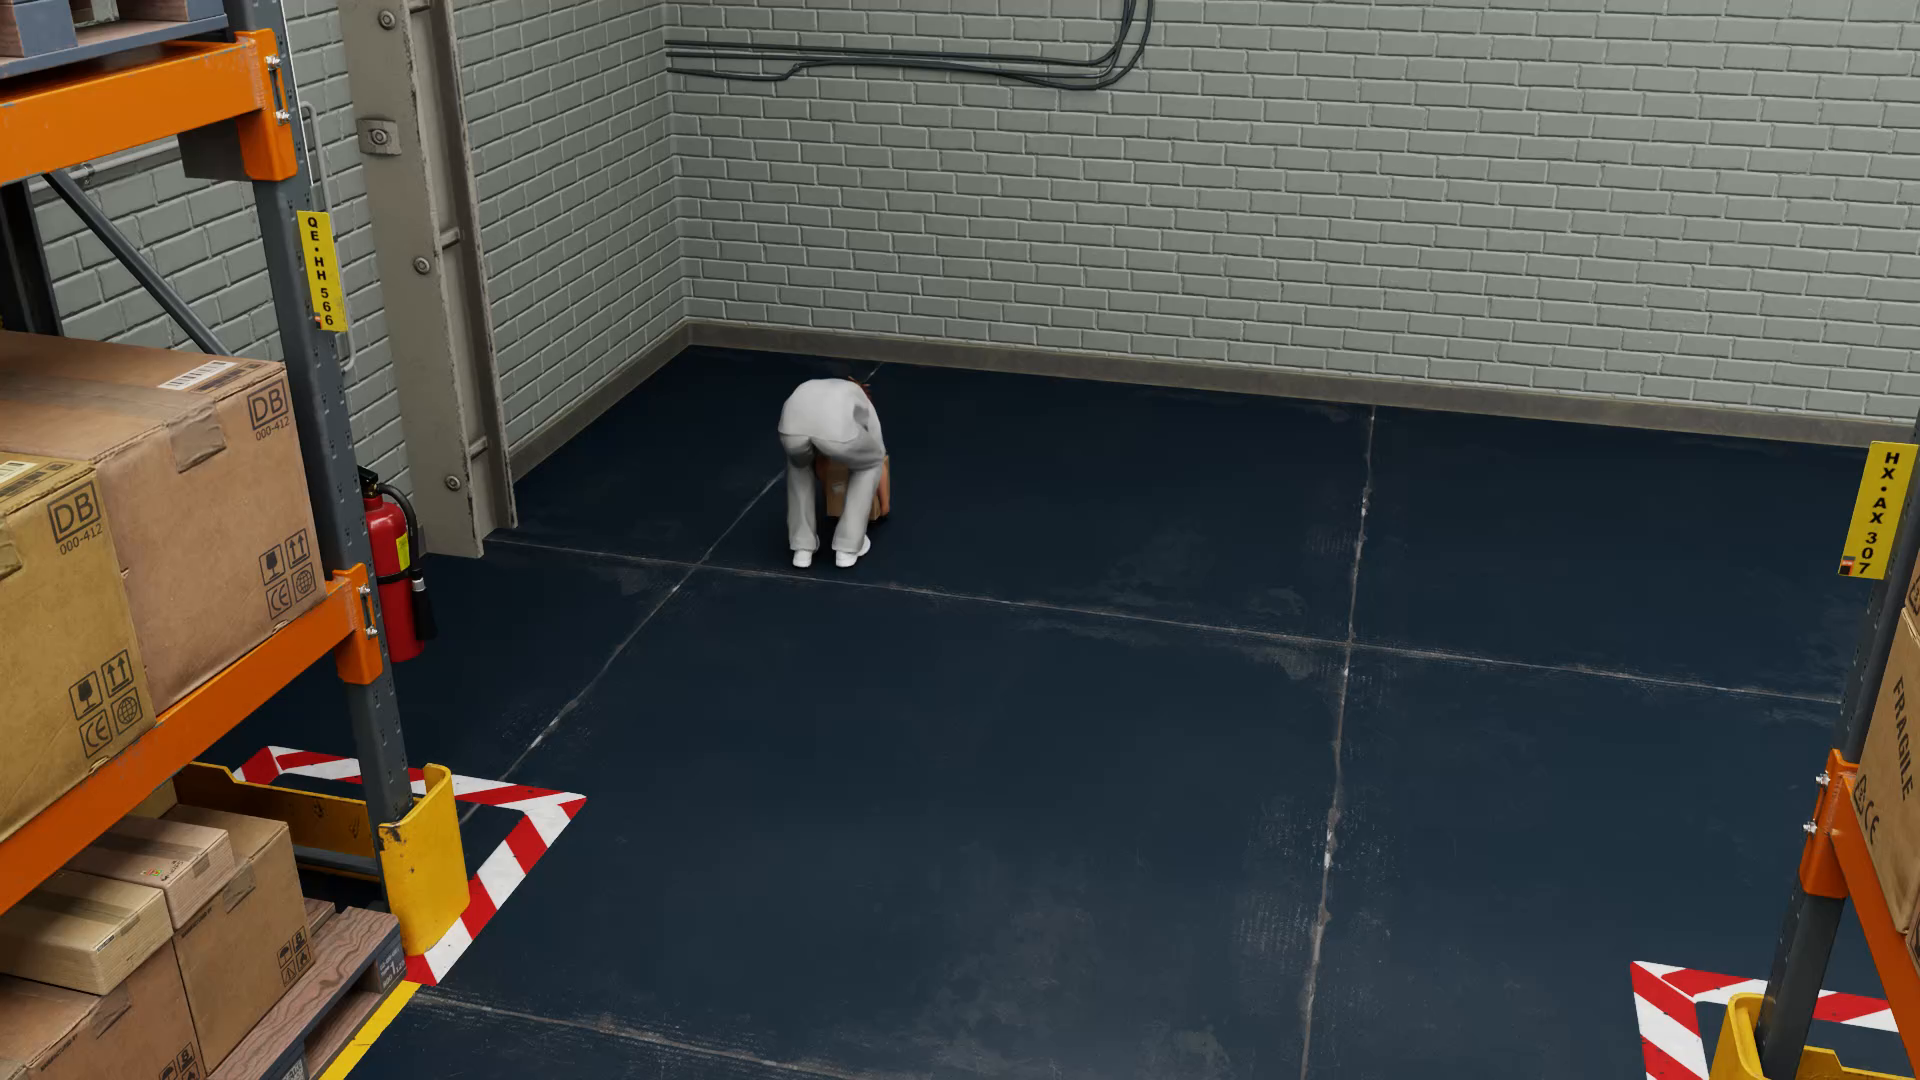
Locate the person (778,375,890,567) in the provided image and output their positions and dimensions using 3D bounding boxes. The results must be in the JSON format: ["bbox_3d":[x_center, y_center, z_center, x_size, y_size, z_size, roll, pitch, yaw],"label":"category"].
[{"bbox_3d":[-0.588,-0.381,7.821,0.462,0.892,0.847,5,26,11],"label":"person"}]
